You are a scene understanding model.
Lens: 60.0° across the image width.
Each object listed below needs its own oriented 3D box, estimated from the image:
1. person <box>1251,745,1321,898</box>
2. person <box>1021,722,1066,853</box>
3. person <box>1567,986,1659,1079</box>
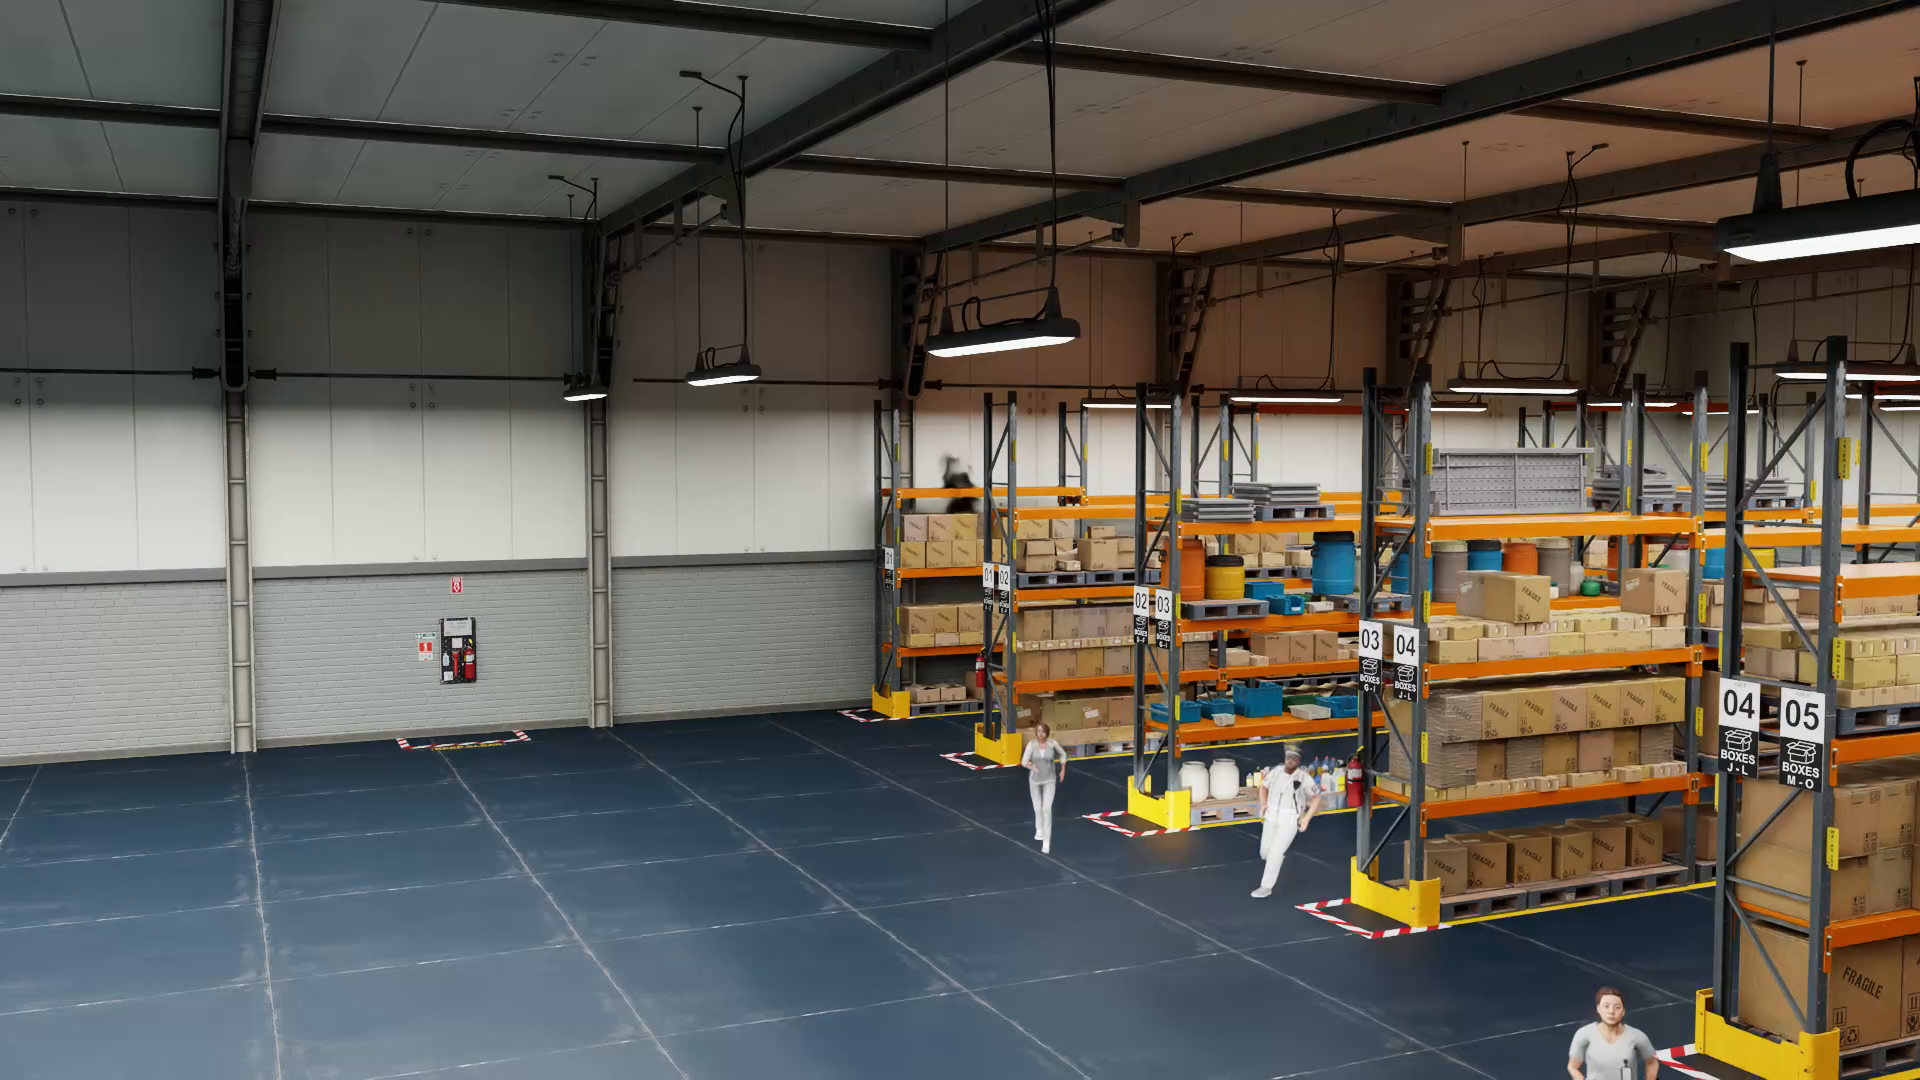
[{"bbox_3d":[3.733,3.194,19.027,0.718,1.727,0.818,2,4,34],"label":"person"},{"bbox_3d":[1.065,3.136,21.237,0.553,1.656,0.716,1,3,10],"label":"person"},{"bbox_3d":[4.233,3.720,10.797,0.558,1.631,0.555,1,4,22],"label":"person"}]
